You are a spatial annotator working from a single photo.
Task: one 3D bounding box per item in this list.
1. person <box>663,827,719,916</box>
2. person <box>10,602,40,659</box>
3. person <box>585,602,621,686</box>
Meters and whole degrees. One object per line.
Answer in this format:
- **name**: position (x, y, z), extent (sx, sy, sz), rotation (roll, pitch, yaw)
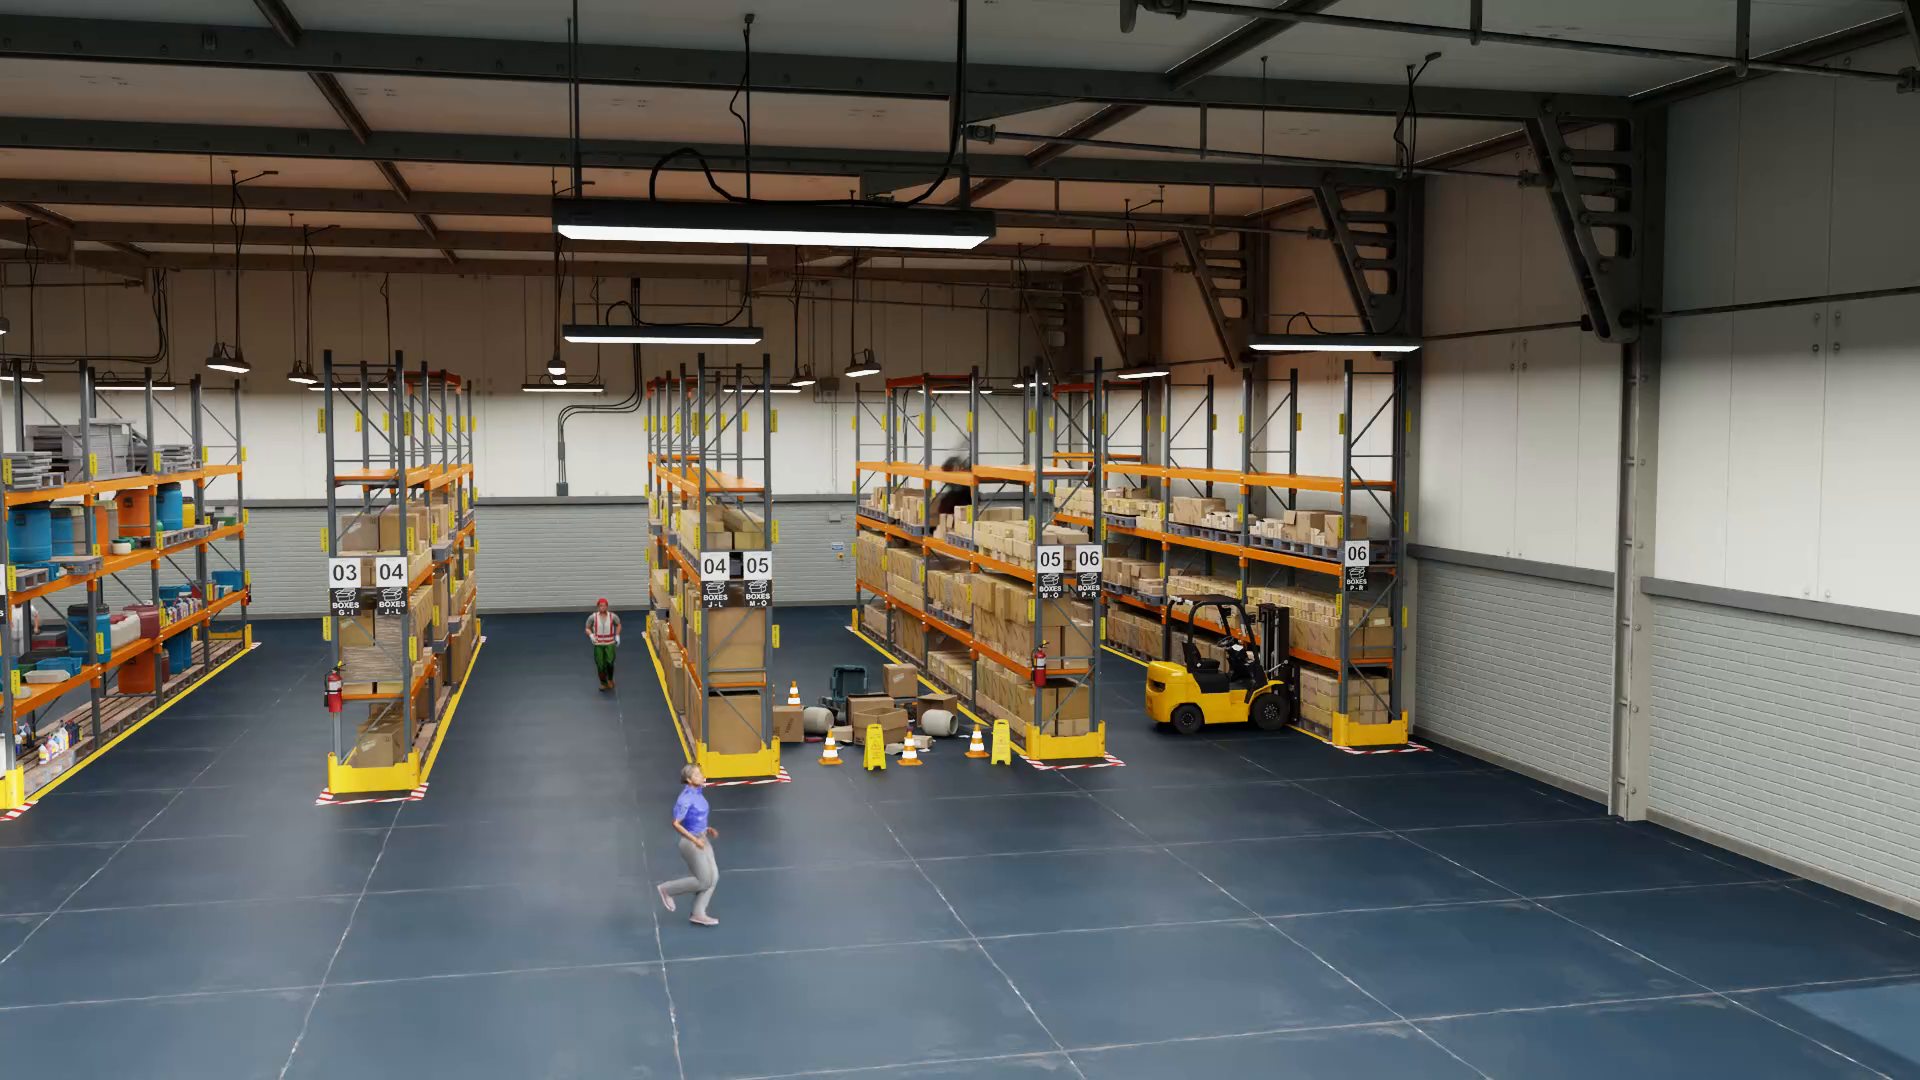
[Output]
- **person**: position (-2.689, 3.331, 16.671), extent (0.520, 0.892, 0.367), rotation (1, 4, 8)
- **person**: position (-18.190, 1.839, 32.154), extent (0.684, 1.630, 0.763), rotation (-2, 4, -24)
- **person**: position (-6.667, 1.952, 31.076), extent (0.656, 1.639, 0.592), rotation (-1, 4, -11)
